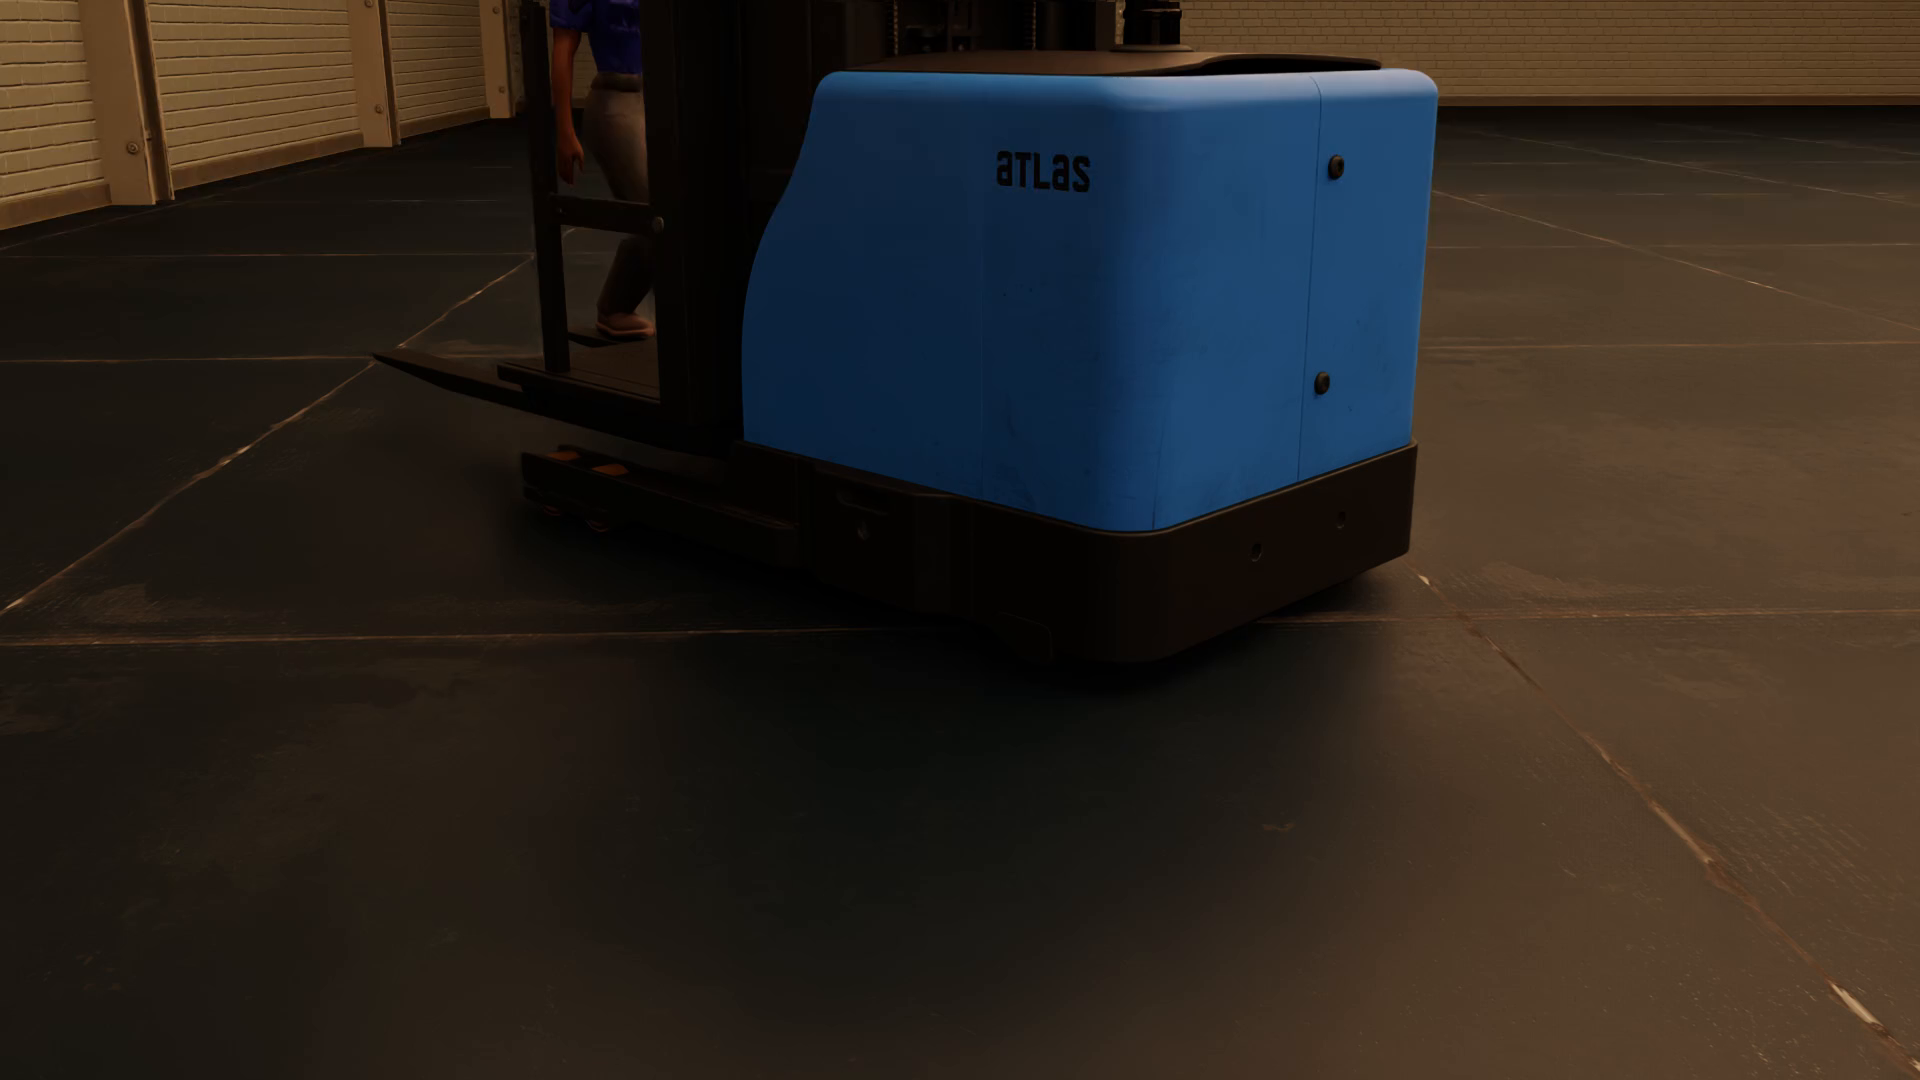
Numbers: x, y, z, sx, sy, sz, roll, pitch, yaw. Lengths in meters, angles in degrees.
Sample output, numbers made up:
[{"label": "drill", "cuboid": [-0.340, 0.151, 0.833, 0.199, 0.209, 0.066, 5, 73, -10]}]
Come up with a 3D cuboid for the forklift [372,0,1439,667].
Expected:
[{"label": "forklift", "cuboid": [-0.438, -1.516, 3.862, 3.031, 2.935, 1.130, 16, 23, 41]}]

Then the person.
[{"label": "person", "cuboid": [-0.906, -1.258, 5.095, 0.458, 1.647, 0.670, 14, 22, 38]}]
